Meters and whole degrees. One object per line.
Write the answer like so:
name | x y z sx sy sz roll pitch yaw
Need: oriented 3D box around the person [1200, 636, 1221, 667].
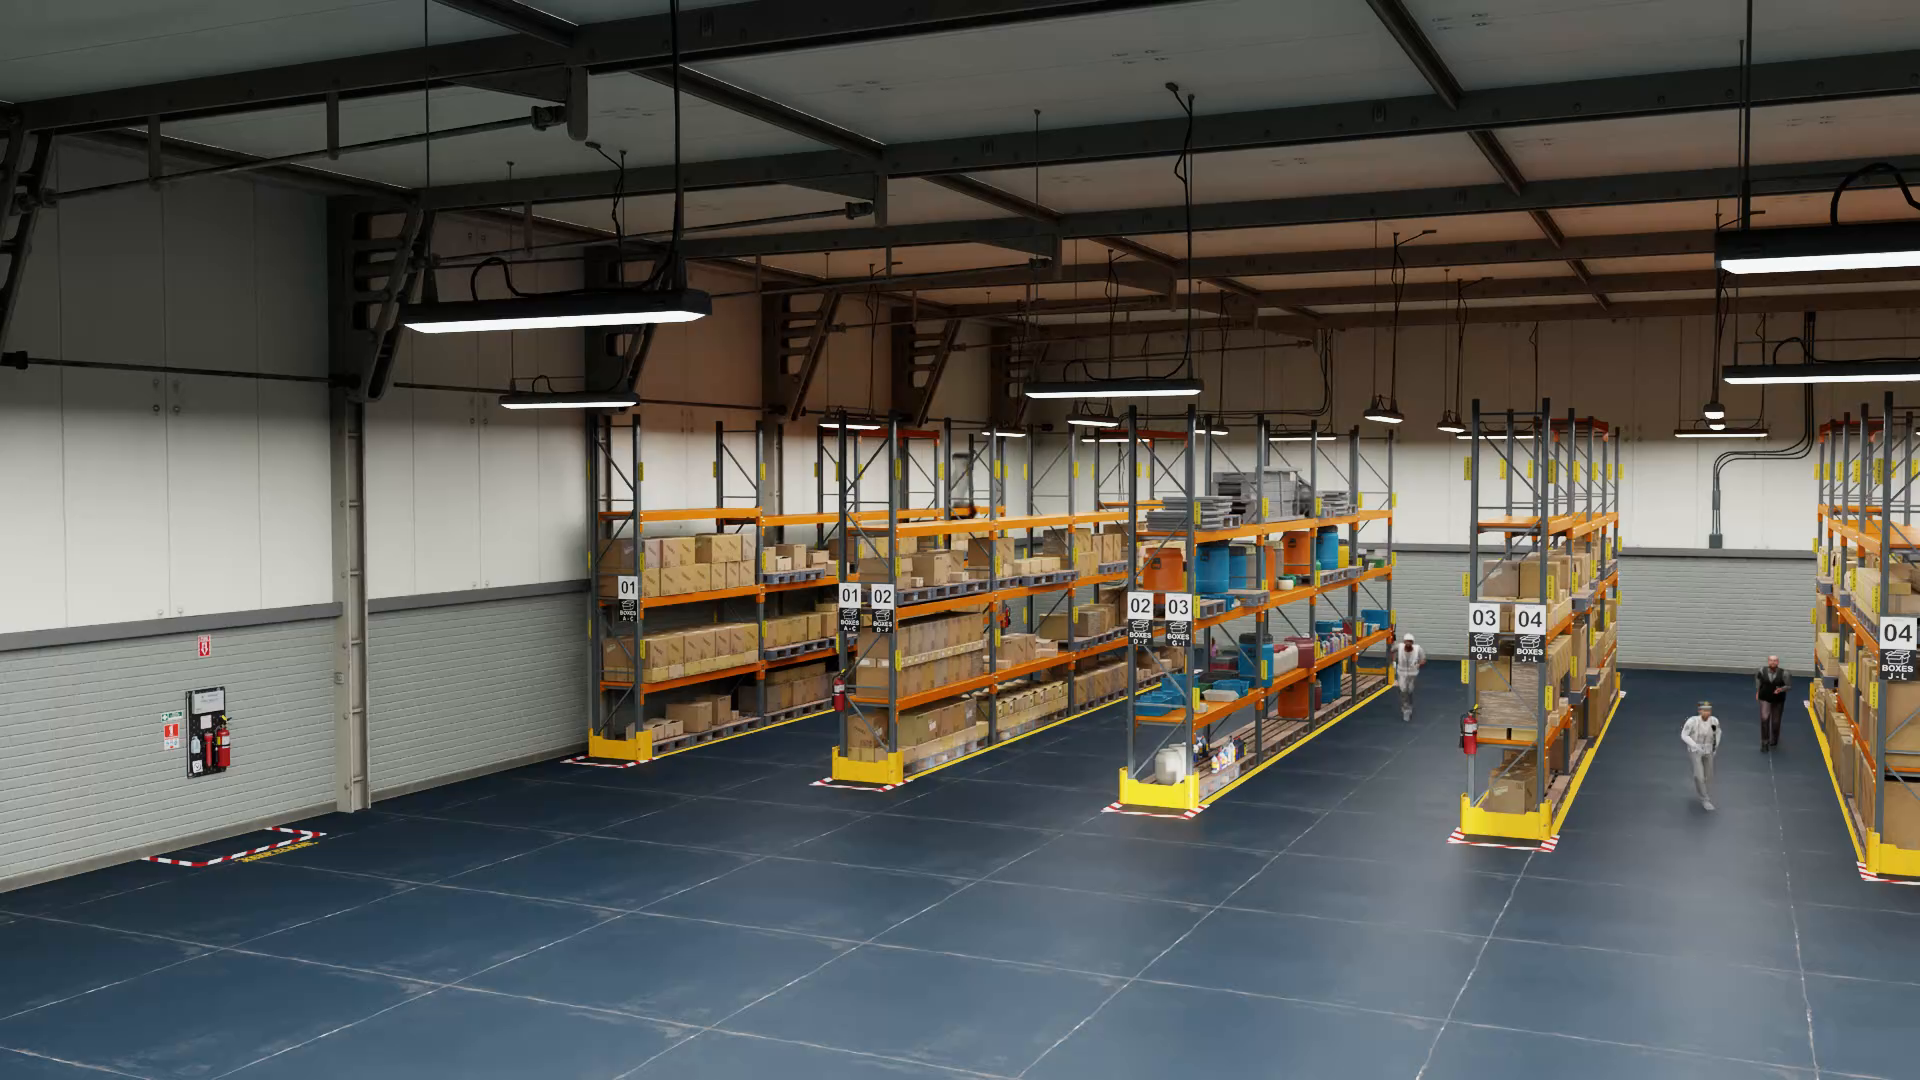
person | 5.319 2.795 35.325 0.525 1.528 0.664 1 3 21

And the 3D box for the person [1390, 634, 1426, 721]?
person | 9.111 2.768 33.814 0.701 1.788 0.965 1 2 15

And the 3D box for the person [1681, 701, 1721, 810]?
person | 11.059 3.179 24.838 0.606 1.634 0.692 0 2 10

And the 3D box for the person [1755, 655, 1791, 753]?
person | 14.586 2.930 29.843 0.578 1.762 0.893 1 3 24
